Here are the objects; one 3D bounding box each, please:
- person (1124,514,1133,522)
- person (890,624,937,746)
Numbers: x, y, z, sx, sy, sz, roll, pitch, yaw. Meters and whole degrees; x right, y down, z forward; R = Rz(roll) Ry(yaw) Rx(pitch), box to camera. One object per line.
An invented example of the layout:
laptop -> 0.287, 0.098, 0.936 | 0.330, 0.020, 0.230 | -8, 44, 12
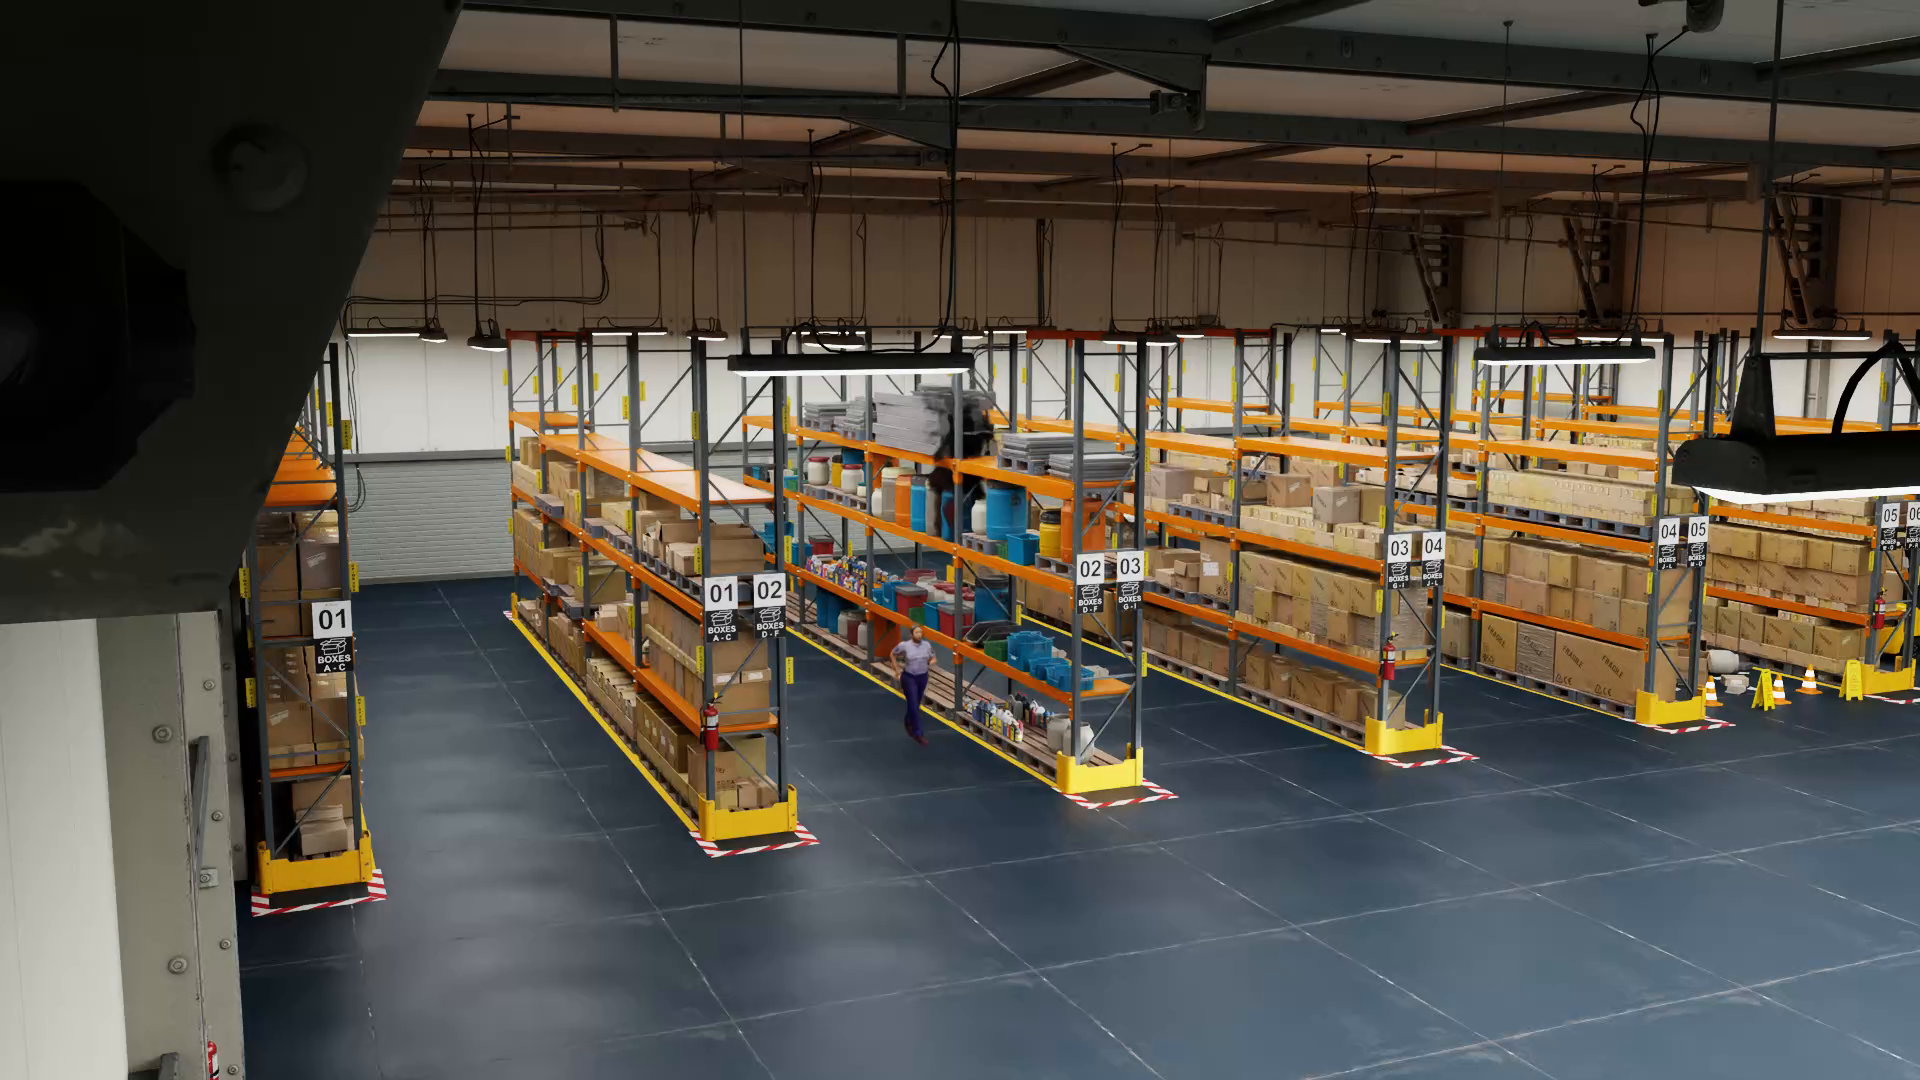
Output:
person -> 3.970, -0.109, 41.028 | 0.706, 1.751, 0.717 | -7, 11, -42
person -> -0.625, 2.018, 23.536 | 0.599, 1.688, 0.848 | -4, 9, -29
